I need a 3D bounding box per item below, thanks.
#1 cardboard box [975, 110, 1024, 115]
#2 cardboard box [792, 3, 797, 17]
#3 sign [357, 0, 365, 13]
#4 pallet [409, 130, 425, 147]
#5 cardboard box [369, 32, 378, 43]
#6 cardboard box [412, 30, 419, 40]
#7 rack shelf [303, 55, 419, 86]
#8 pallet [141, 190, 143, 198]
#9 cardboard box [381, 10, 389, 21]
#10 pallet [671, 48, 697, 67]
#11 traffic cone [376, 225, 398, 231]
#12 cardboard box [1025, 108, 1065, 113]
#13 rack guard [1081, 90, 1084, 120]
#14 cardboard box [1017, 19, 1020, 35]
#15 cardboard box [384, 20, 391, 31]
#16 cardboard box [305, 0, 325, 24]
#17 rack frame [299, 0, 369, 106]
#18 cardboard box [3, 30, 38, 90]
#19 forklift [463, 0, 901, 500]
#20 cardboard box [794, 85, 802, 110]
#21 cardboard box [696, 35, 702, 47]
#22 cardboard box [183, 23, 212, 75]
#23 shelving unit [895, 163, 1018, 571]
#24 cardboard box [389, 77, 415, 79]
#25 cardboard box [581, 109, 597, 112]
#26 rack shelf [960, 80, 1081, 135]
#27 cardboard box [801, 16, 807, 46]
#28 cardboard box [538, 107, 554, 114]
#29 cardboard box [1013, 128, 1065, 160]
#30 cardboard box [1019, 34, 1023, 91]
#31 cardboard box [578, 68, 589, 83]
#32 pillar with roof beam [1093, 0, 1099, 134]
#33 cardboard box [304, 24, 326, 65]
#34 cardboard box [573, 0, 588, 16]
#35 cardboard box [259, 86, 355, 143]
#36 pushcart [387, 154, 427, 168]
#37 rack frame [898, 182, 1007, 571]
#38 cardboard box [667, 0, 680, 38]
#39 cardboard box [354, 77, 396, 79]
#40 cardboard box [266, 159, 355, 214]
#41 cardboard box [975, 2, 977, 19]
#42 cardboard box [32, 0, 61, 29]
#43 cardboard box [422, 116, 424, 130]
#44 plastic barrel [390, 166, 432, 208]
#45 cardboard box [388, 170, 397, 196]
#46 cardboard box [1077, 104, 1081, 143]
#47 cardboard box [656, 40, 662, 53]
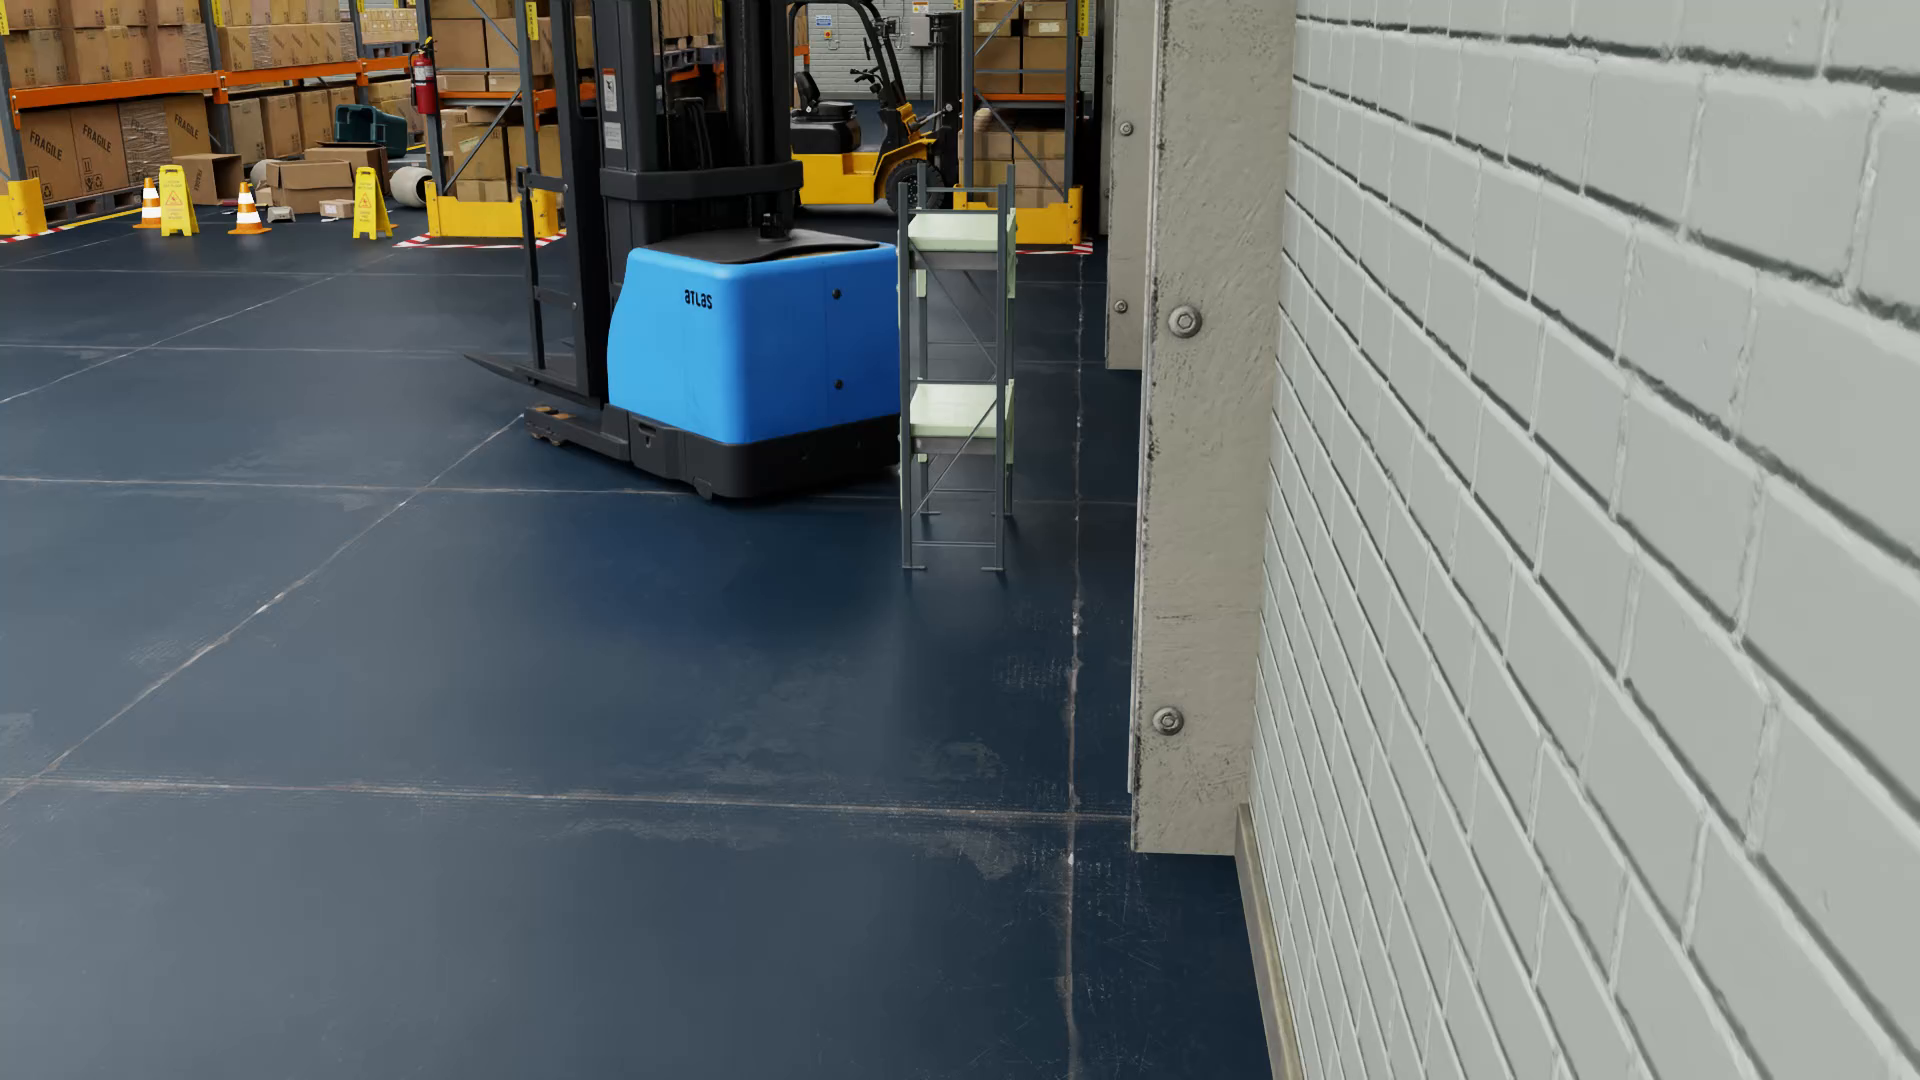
[{"bbox_3d":[0.426,-4.498,17.967,0.500,0.250,0.500,1,18,4],"label":"cardboard box"},{"bbox_3d":[-3.115,-9.319,28.780,0.500,0.500,0.500,1,18,4],"label":"cardboard box"},{"bbox_3d":[-8.235,-7.401,22.834,0.100,0.325,0.005,1,18,4],"label":"sign"},{"bbox_3d":[-8.641,-6.158,25.377,1.003,0.211,1.213,1,18,4],"label":"pallet"},{"bbox_3d":[-8.536,-7.160,23.687,0.380,0.149,0.250,2,18,7],"label":"cardboard box"},{"bbox_3d":[-8.423,-7.652,25.189,0.380,0.149,0.250,2,18,6],"label":"cardboard box"},{"bbox_3d":[-8.645,-7.142,25.056,1.077,0.370,4.000,1,18,4],"label":"rack shelf"},{"bbox_3d":[-9.208,-4.061,18.976,1.003,0.211,1.213,1,18,4],"label":"pallet"},{"bbox_3d":[-8.504,-7.606,24.093,0.380,0.149,0.250,1,18,2],"label":"cardboard box"},{"bbox_3d":[-3.945,-6.076,20.958,1.003,0.211,1.213,1,18,4],"label":"pallet"},{"bbox_3d":[-5.673,-3.255,16.115,0.336,0.463,0.334,1,18,4],"label":"traffic cone"},{"bbox_3d":[0.978,-4.642,18.409,0.500,0.250,0.500,2,18,5],"label":"cardboard box"},{"bbox_3d":[1.675,-7.947,30.373,1.175,0.500,0.348,1,18,4],"label":"rack guard"},{"bbox_3d":[0.376,-4.895,15.841,0.380,0.149,0.250,1,18,4],"label":"cardboard box"},{"bbox_3d":[-8.503,-7.475,24.170,0.380,0.149,0.250,1,18,4],"label":"cardboard box"},{"bbox_3d":[-8.866,-7.089,21.973,0.700,0.500,0.500,1,18,3],"label":"cardboard box"},{"bbox_3d":[-8.789,-6.862,23.049,1.000,3.000,0.127,1,18,4],"label":"rack frame"},{"bbox_3d":[-9.381,-4.565,15.797,0.875,0.550,0.550,1,18,4],"label":"cardboard box"},{"bbox_3d":[-1.578,-1.955,8.181,1.130,2.935,3.031,-15,24,-39],"label":"forklift"},{"bbox_3d":[-3.275,-7.758,29.223,0.875,0.438,0.875,2,18,5],"label":"cardboard box"},{"bbox_3d":[-3.579,-6.514,21.715,0.380,0.149,0.250,0,18,1],"label":"cardboard box"},{"bbox_3d":[-9.090,-5.576,18.883,0.875,0.550,0.550,1,18,4],"label":"cardboard box"},{"bbox_3d":[0.000,-0.711,6.683,0.431,1.500,0.755,1,18,4],"label":"shelving unit"},{"bbox_3d":[-8.377,-6.912,25.336,0.500,0.250,0.500,0,18,1],"label":"cardboard box"},{"bbox_3d":[-3.940,-4.442,18.201,0.500,0.500,0.500,2,18,5],"label":"cardboard box"},{"bbox_3d":[0.677,-4.468,16.898,1.077,0.370,4.000,1,18,4],"label":"rack shelf"},{"bbox_3d":[-3.041,-9.160,29.899,0.500,0.500,0.500,1,18,4],"label":"cardboard box"},{"bbox_3d":[-4.563,-4.640,17.763,0.380,0.149,0.250,2,18,7],"label":"cardboard box"},{"bbox_3d":[0.757,-3.702,15.540,0.500,0.250,0.500,1,18,3],"label":"cardboard box"},{"bbox_3d":[0.353,-4.556,15.850,0.500,0.500,0.500,2,18,6],"label":"cardboard box"},{"bbox_3d":[-4.026,-4.763,17.045,0.380,0.149,0.250,1,18,2],"label":"cardboard box"},{"bbox_3d":[-1.951,-11.059,26.222,9.100,9.000,0.400,1,18,4],"label":"pillar with roof beam"},{"bbox_3d":[-8.626,-6.454,21.641,0.500,0.500,0.500,1,18,3],"label":"cardboard box"},{"bbox_3d":[-4.437,-5.915,17.913,0.700,0.500,0.500,1,18,4],"label":"cardboard box"},{"bbox_3d":[-8.922,-5.806,22.763,1.050,0.750,0.750,1,18,3],"label":"cardboard box"},{"bbox_3d":[-6.409,-4.330,19.532,1.648,0.377,0.936,-5,19,-15],"label":"pushcart"},{"bbox_3d":[-0.027,-0.597,6.336,0.400,1.500,0.023,1,18,4],"label":"rack frame"},{"bbox_3d":[-3.727,-6.377,20.256,0.500,0.500,0.500,1,18,4],"label":"cardboard box"},{"bbox_3d":[-8.895,-6.925,25.377,0.500,0.250,0.500,2,18,6],"label":"cardboard box"},{"bbox_3d":[-6.817,-3.714,17.451,0.797,0.503,0.637,-13,22,-34],"label":"cardboard box"},{"bbox_3d":[0.336,-4.879,15.317,0.380,0.149,0.250,1,18,4],"label":"cardboard box"},{"bbox_3d":[-9.349,-5.249,16.151,0.875,0.550,0.550,1,18,4],"label":"cardboard box"},{"bbox_3d":[-8.382,-6.562,25.473,0.500,0.500,0.500,1,18,3],"label":"cardboard box"},{"bbox_3d":[-5.780,-3.750,17.687,0.512,0.421,0.421,17,25,41],"label":"plastic barrel"},{"bbox_3d":[-6.330,-4.037,18.816,0.258,0.266,0.396,-13,22,-34],"label":"cardboard box"},{"bbox_3d":[1.417,-5.810,23.177,0.500,0.500,0.500,2,18,6],"label":"cardboard box"},{"bbox_3d":[-3.749,-5.863,19.728,0.380,0.149,0.250,2,18,5],"label":"cardboard box"}]
